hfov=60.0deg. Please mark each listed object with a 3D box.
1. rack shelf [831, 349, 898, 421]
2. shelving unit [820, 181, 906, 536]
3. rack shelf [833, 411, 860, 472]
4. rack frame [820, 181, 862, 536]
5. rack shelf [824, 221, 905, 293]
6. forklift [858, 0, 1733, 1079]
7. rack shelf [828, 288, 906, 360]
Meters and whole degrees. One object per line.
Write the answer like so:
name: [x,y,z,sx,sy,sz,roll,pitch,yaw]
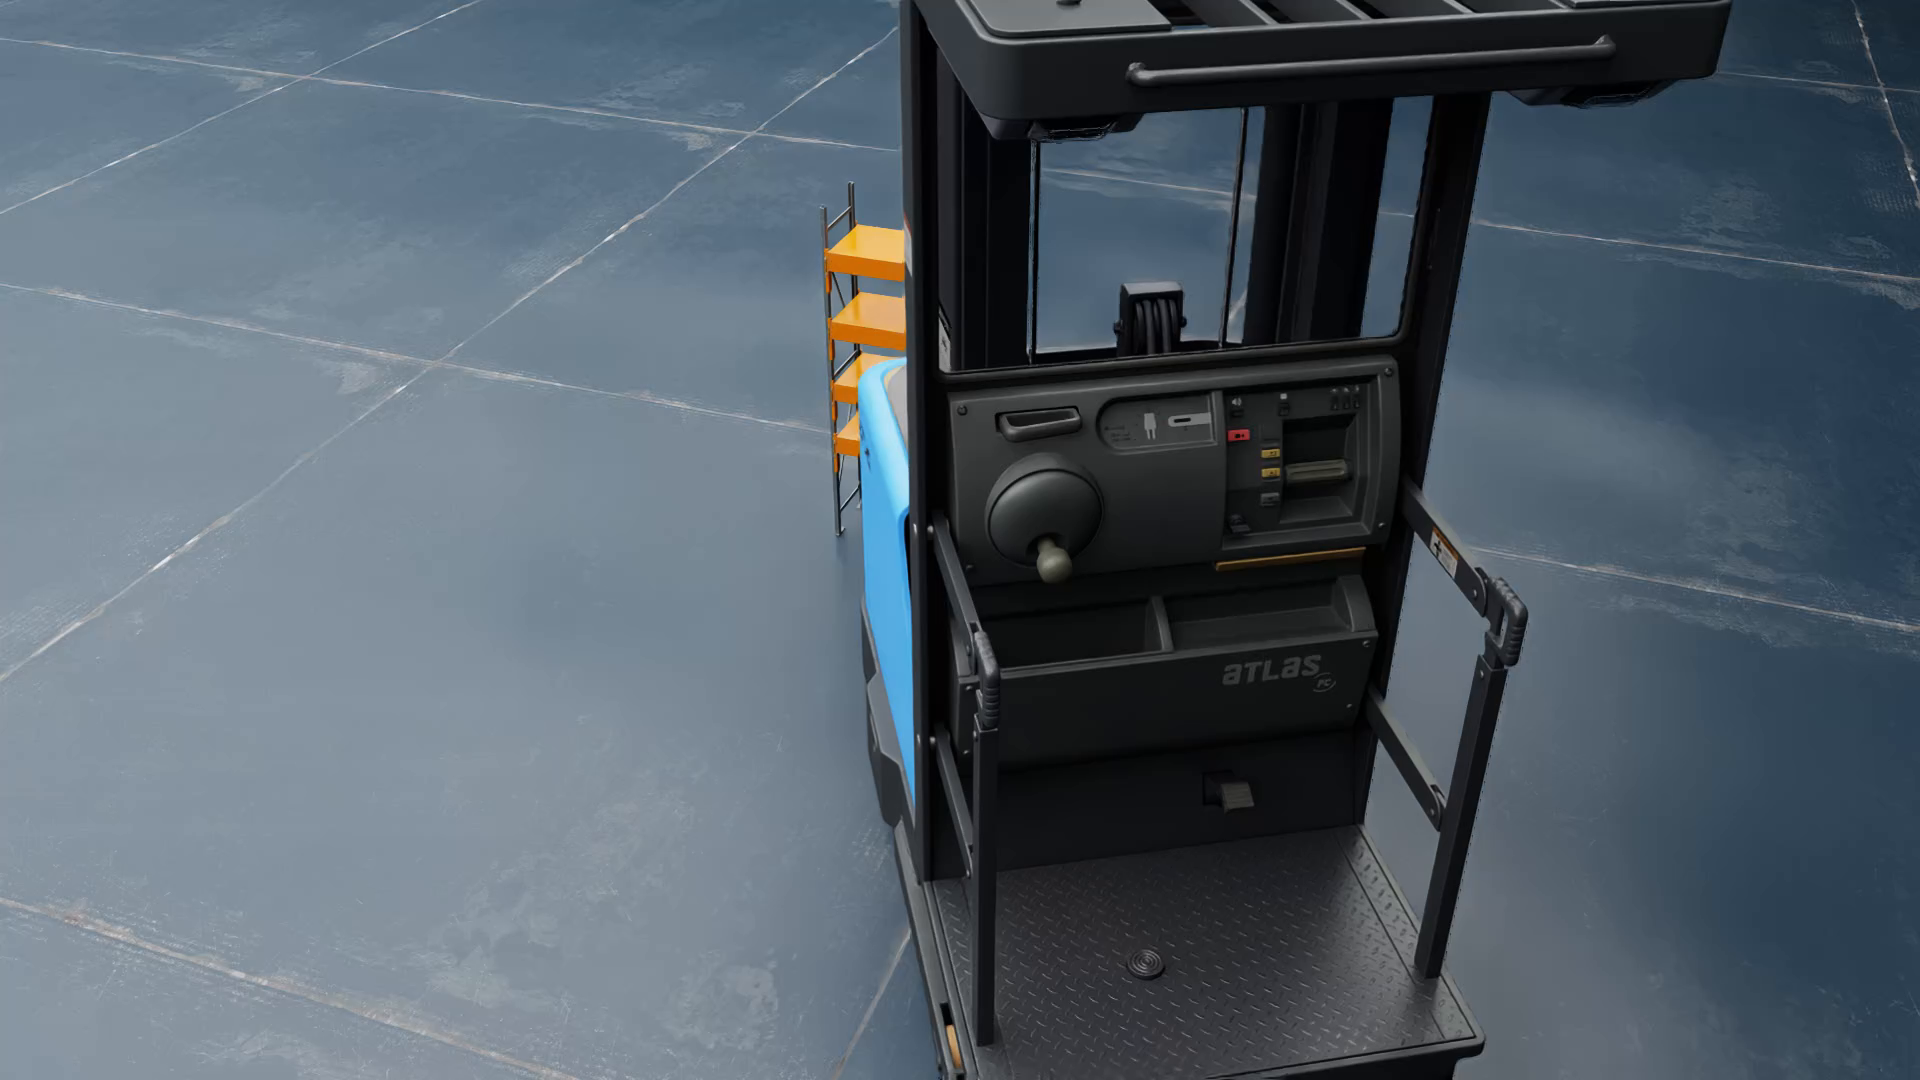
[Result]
rack shelf: [-0.156,-0.478,5.508,0.480,0.148,0.258,11,34,16]
shelving unit: [-0.156,-0.534,5.471,0.503,1.200,0.258,11,34,16]
rack shelf: [-0.156,-0.311,5.616,0.480,0.148,0.258,11,34,16]
rack frame: [-0.386,-0.579,5.541,0.015,1.200,0.240,11,34,16]
rack shelf: [-0.156,-0.864,5.258,0.480,0.148,0.258,11,34,16]
forklift: [0.483,-0.082,3.175,1.130,2.935,3.031,-6,33,-9]
rack shelf: [-0.156,-0.666,5.387,0.480,0.148,0.258,11,34,16]
